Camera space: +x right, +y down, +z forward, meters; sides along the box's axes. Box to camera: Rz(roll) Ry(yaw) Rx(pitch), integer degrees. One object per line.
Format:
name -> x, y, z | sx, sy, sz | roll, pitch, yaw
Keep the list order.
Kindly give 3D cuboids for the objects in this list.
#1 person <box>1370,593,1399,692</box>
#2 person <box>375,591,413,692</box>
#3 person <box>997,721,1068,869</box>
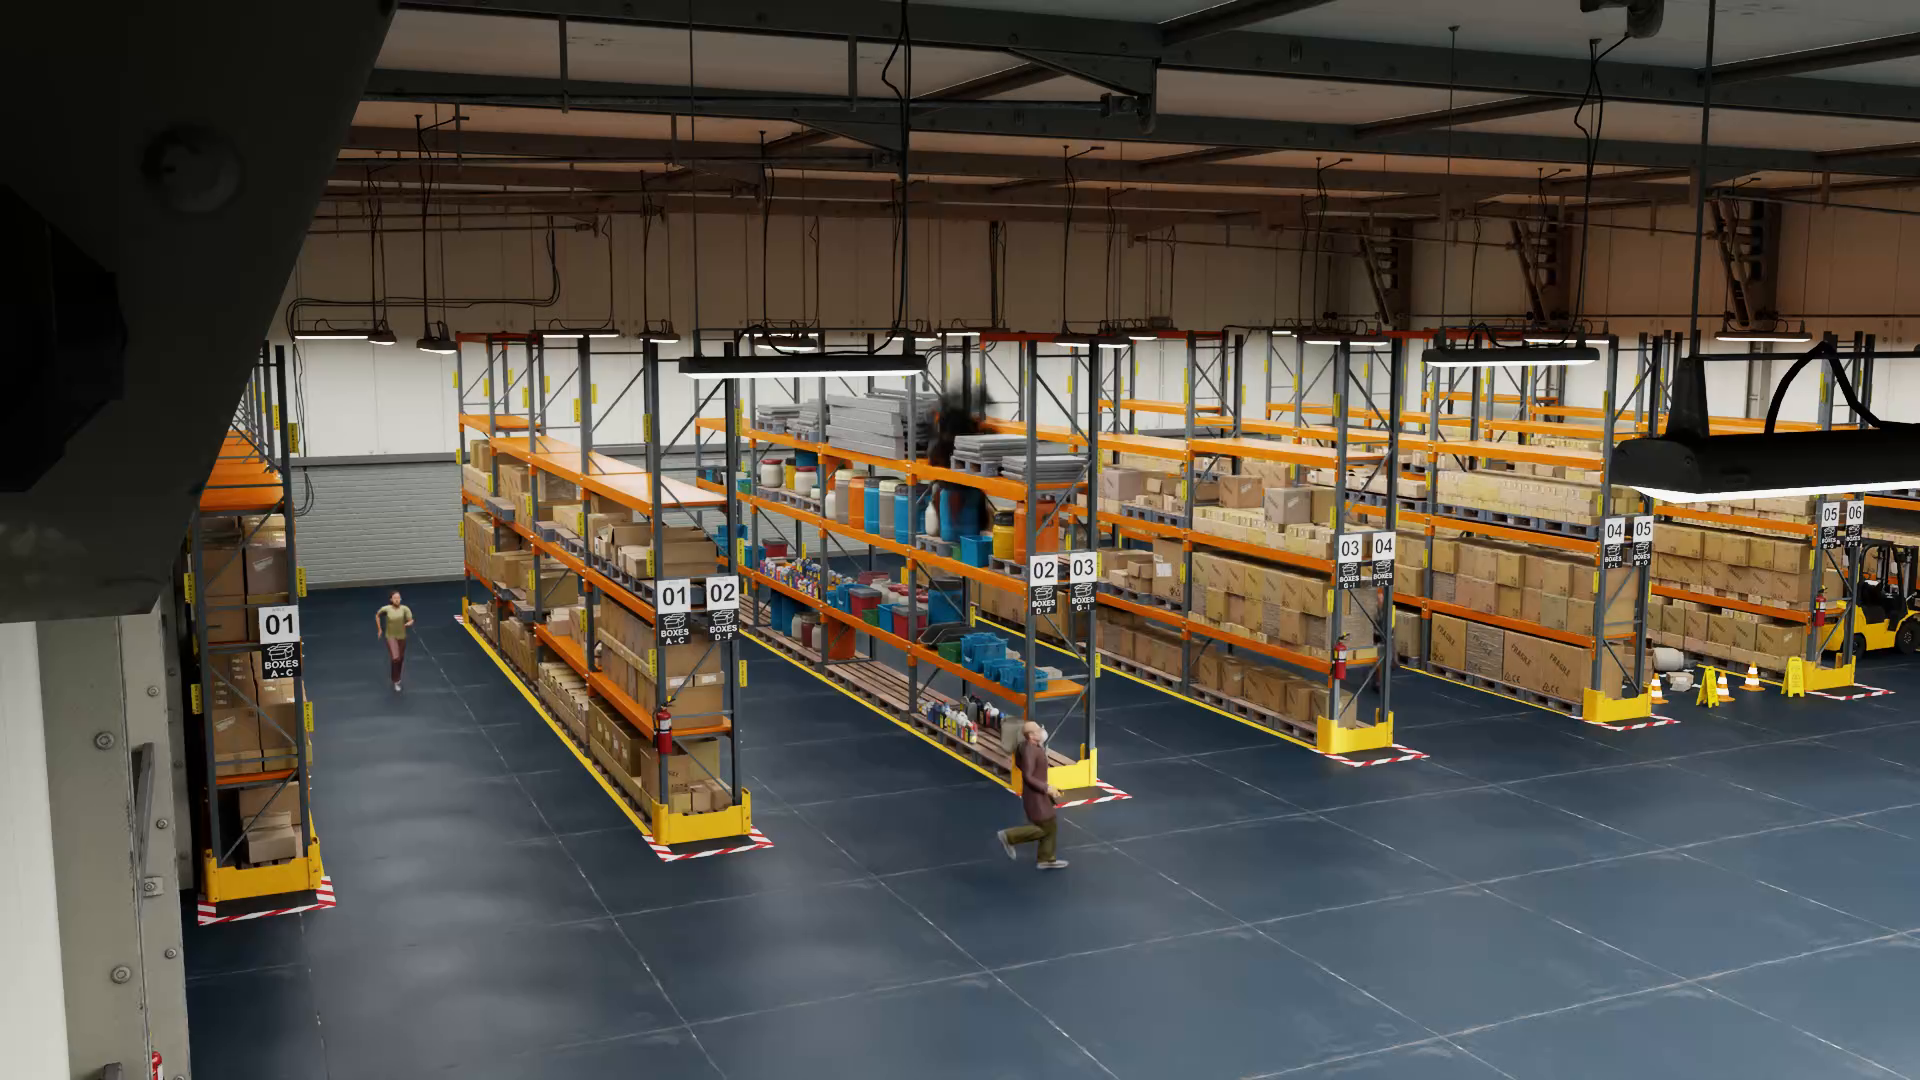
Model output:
person -> 7.121, 1.726, 28.058 | 0.698, 1.687, 0.591 | -6, 10, -36
person -> -9.587, 1.702, 28.283 | 0.543, 1.714, 0.801 | -5, 9, -35
person -> 0.836, 2.925, 19.057 | 0.825, 1.737, 0.723 | 0, 8, -2
